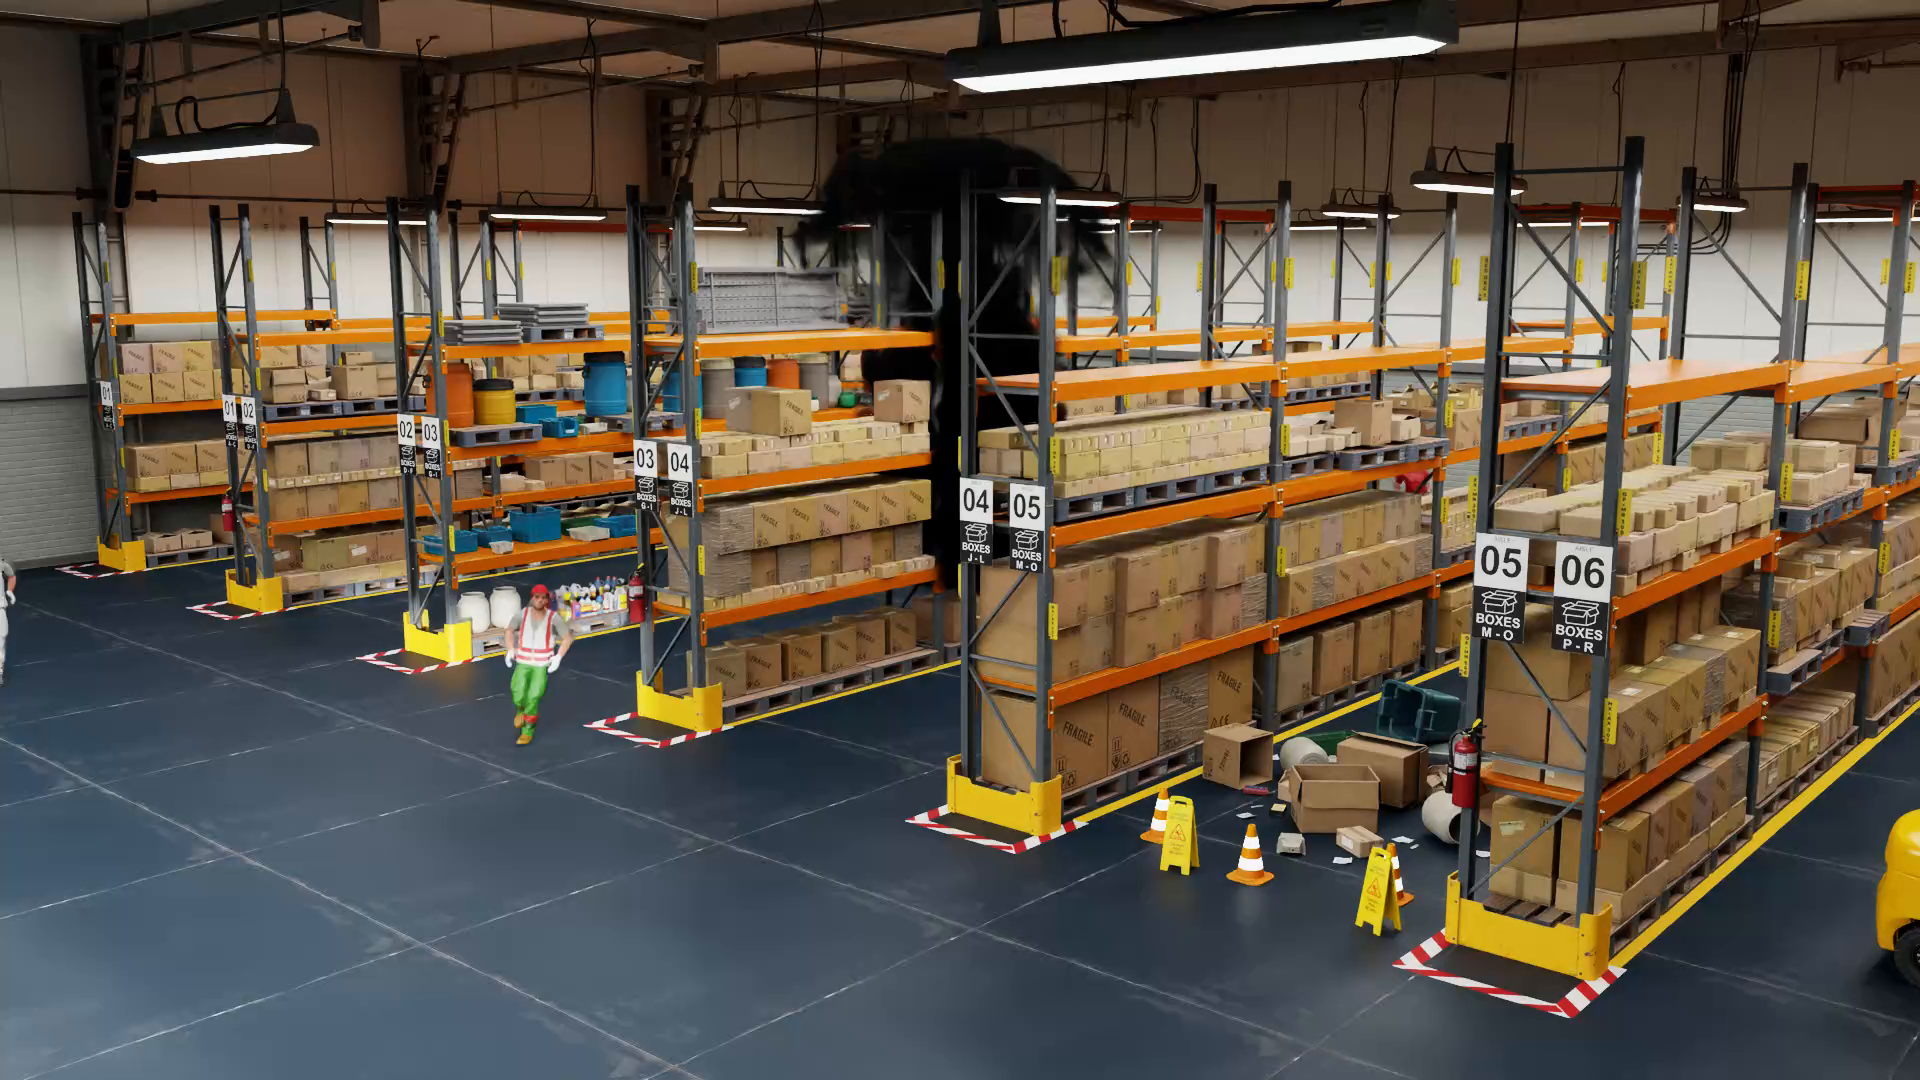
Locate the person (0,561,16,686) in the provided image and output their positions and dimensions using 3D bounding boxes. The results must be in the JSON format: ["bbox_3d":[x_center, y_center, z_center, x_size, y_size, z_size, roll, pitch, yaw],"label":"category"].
[{"bbox_3d":[-12.058,0.872,20.659,0.656,1.778,0.935,-6,11,-32],"label":"person"}]

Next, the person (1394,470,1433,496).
[{"bbox_3d":[8.375,-0.729,30.593,0.719,1.673,0.840,-2,10,-10],"label":"person"}]

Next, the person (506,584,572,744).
[{"bbox_3d":[-4.586,1.324,18.123,0.711,1.727,0.597,-1,10,-5],"label":"person"}]
